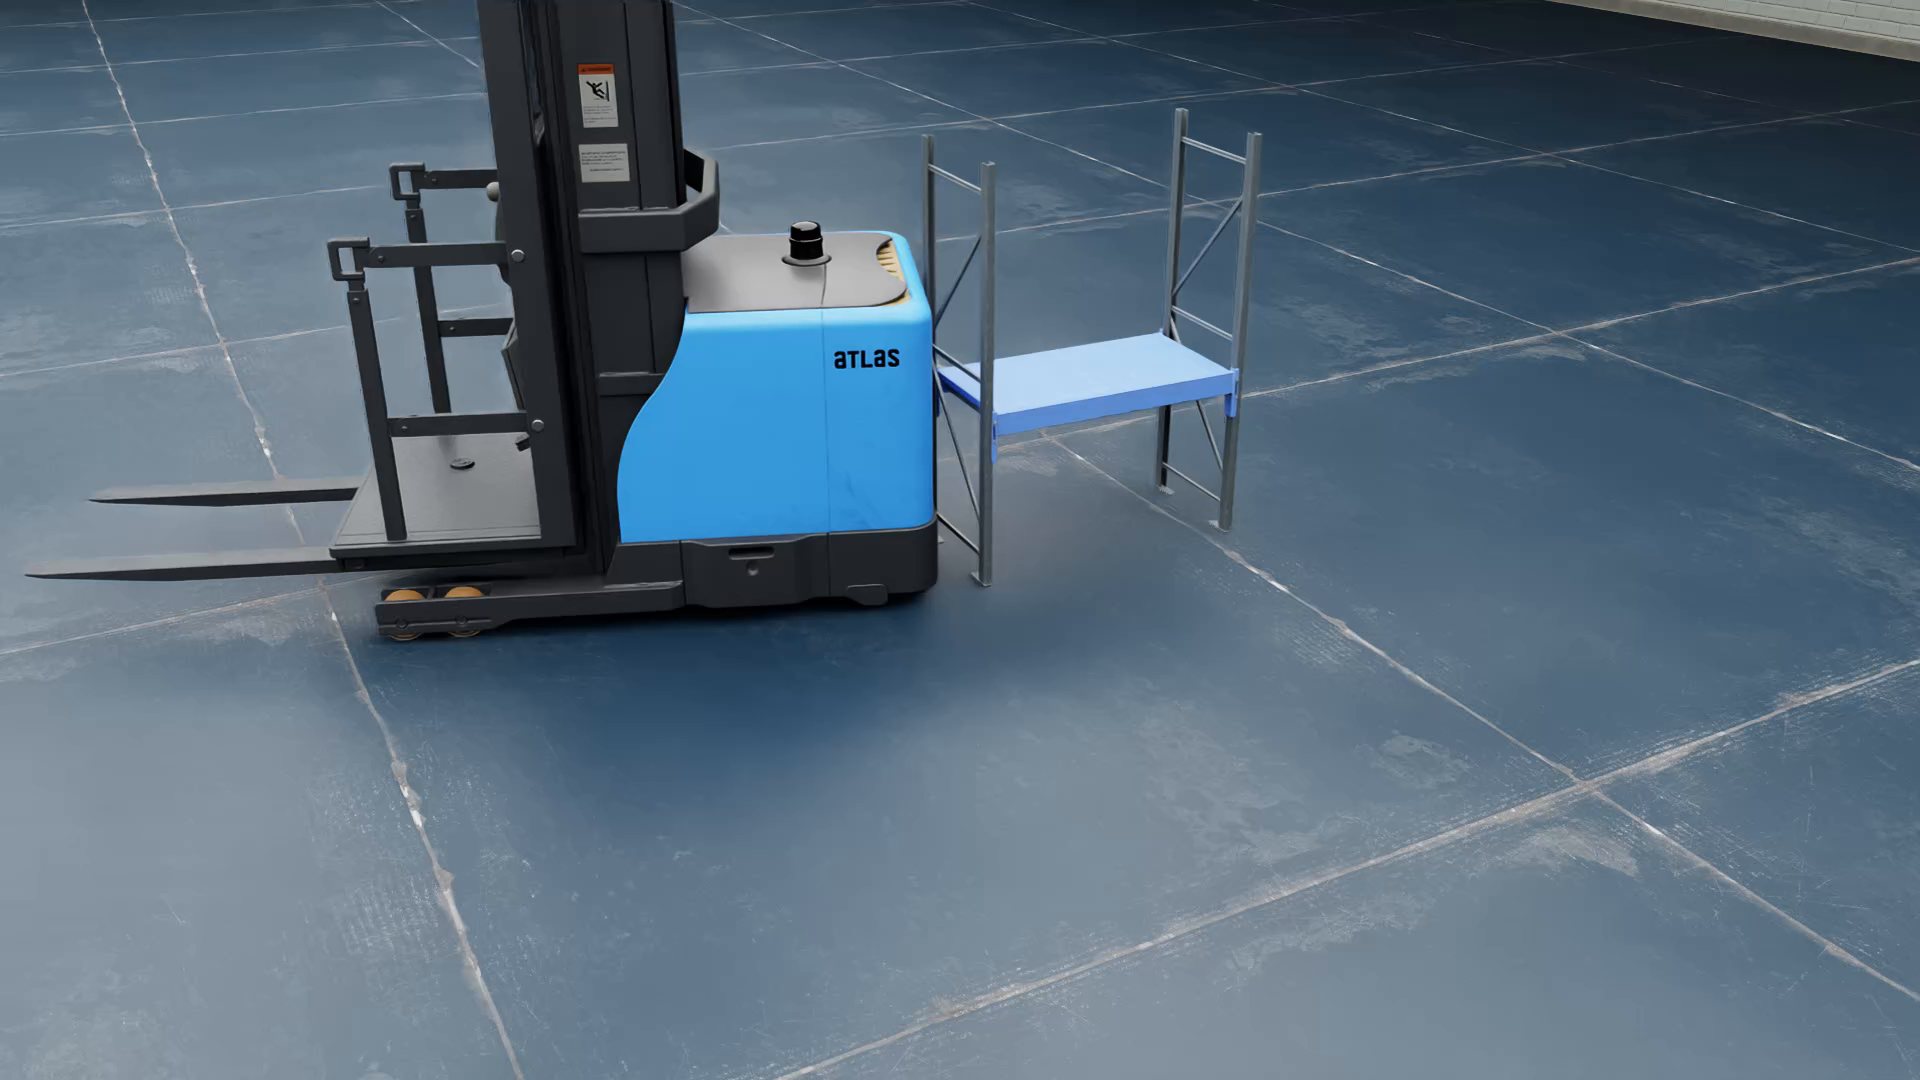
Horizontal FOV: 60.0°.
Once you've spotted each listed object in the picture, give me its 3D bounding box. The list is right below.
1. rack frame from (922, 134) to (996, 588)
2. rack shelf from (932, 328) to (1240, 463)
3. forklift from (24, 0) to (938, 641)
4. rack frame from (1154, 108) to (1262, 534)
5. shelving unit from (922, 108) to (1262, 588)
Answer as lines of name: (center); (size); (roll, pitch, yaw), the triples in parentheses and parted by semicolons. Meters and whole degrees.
rack frame: (-0.009, -0.607, 5.782); (0.032, 1.500, 0.500); (-12, 28, -23)
rack shelf: (0.449, -0.541, 6.059); (1.000, 0.185, 0.538); (-12, 28, -23)
forklift: (-1.633, -1.228, 5.421); (3.031, 2.935, 1.130); (-3, 26, -6)
rack frame: (0.906, -0.799, 6.181); (0.032, 1.500, 0.500); (-12, 28, -23)
shelving unit: (0.449, -0.703, 5.982); (1.048, 1.500, 0.538); (-12, 28, -23)
